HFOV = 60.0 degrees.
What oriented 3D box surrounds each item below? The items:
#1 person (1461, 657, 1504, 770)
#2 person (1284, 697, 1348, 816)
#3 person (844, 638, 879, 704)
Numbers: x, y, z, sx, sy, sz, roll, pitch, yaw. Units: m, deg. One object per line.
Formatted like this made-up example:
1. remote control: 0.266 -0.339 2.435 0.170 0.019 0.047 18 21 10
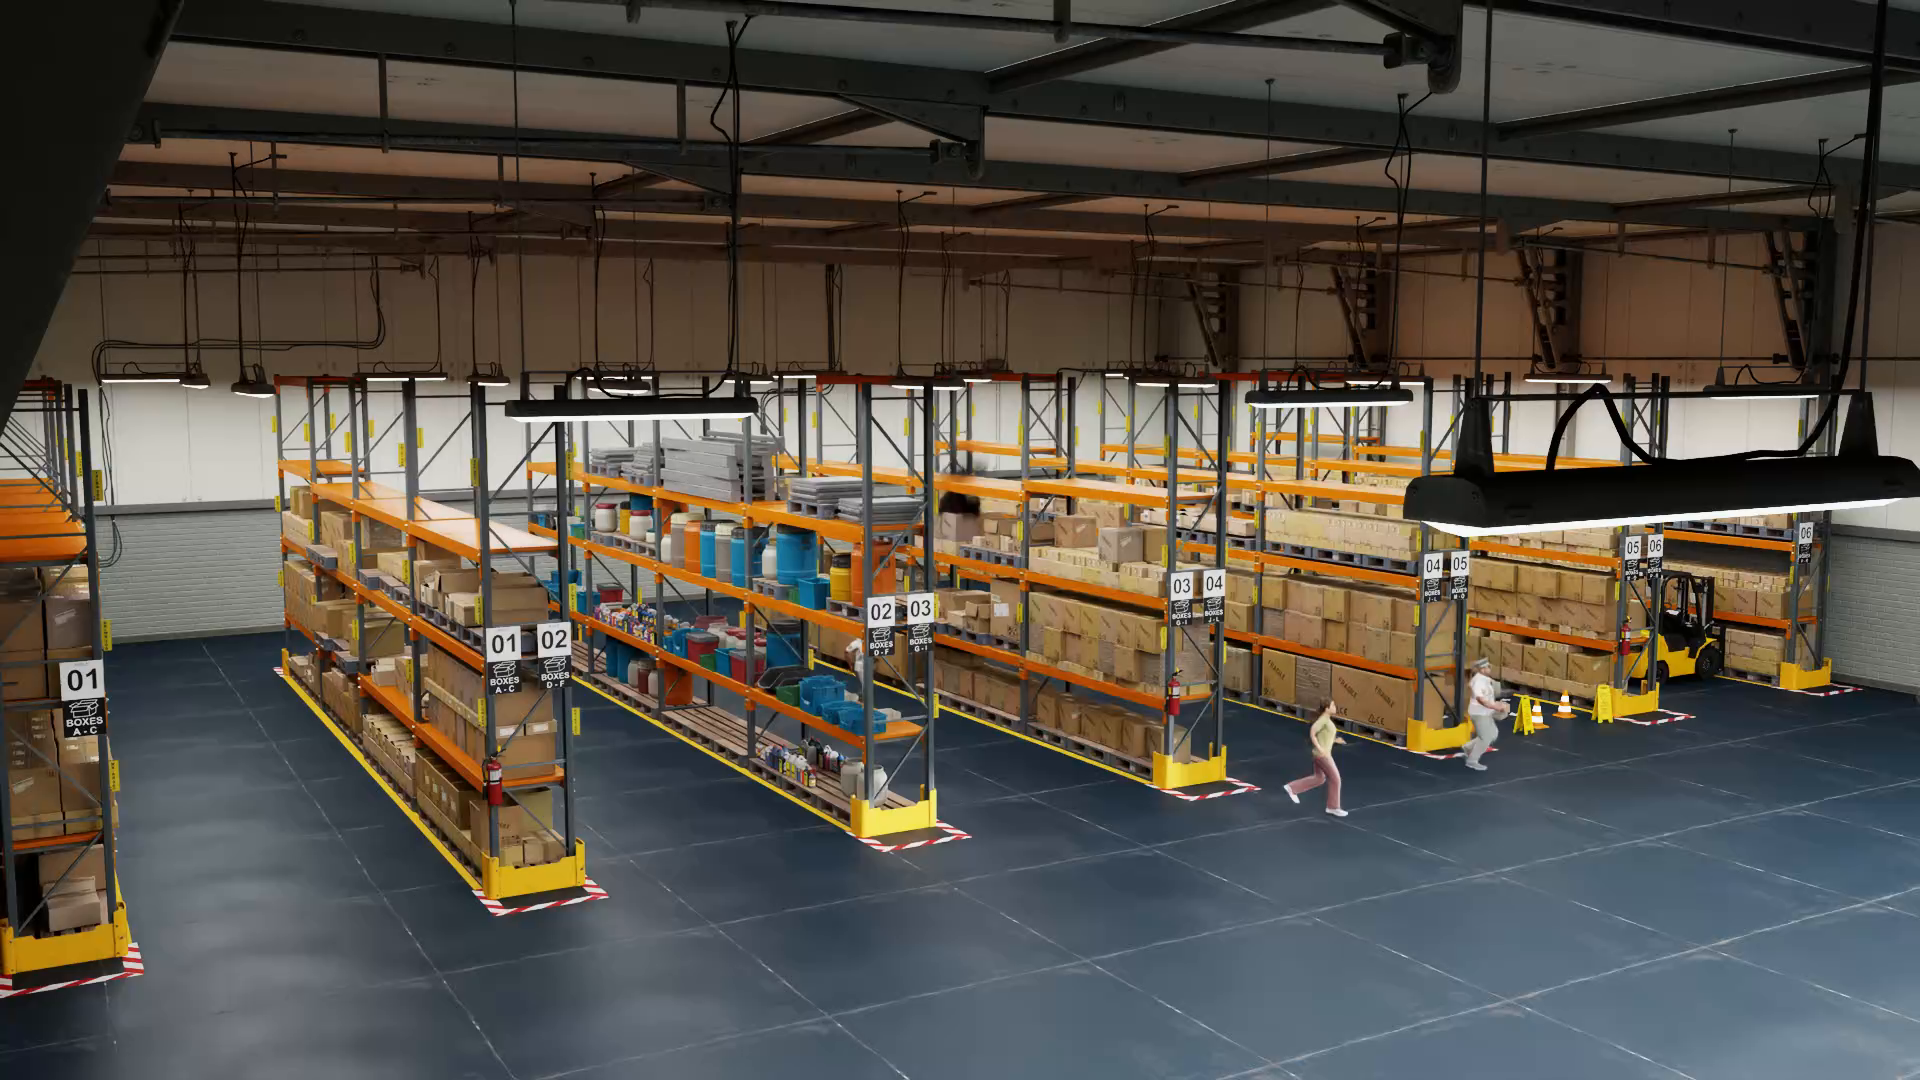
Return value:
1. person: 8.090 2.666 25.650 0.571 1.740 0.698 2 7 16
2. person: 4.960 2.995 23.112 0.885 1.655 0.559 1 6 13
3. person: -1.670 2.323 29.000 0.545 1.758 0.752 -6 9 -44
